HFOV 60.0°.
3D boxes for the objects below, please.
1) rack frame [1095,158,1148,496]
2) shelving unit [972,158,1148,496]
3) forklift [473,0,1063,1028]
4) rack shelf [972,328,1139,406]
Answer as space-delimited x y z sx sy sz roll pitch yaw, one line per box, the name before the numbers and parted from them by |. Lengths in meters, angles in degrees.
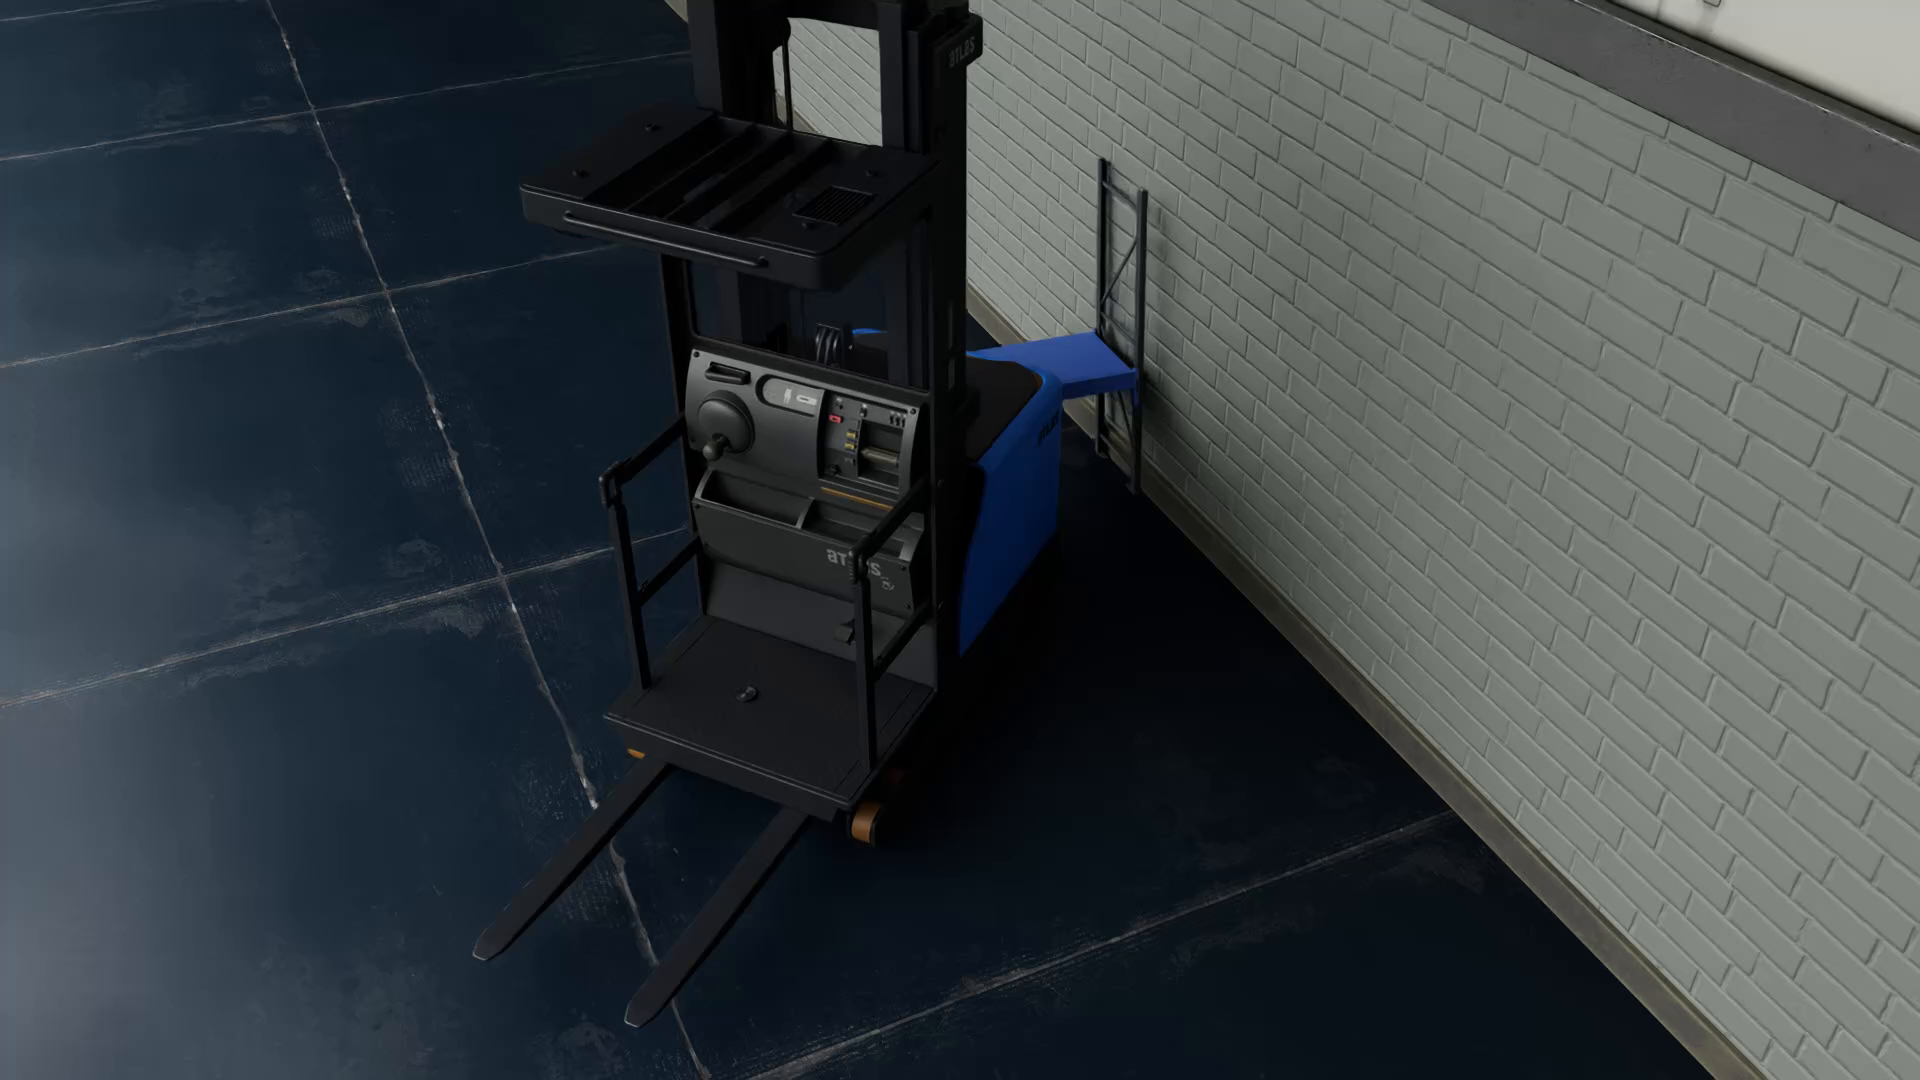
rack frame | 0.745 -0.979 7.767 0.032 1.500 0.500 -11 32 -15
shelving unit | 0.262 -0.886 7.640 1.048 1.500 0.538 -11 32 -15
forklift | -0.658 -0.345 5.754 1.130 2.935 3.031 16 40 21
rack shelf | 0.268 -0.731 7.731 1.000 0.185 0.538 -11 32 -15
